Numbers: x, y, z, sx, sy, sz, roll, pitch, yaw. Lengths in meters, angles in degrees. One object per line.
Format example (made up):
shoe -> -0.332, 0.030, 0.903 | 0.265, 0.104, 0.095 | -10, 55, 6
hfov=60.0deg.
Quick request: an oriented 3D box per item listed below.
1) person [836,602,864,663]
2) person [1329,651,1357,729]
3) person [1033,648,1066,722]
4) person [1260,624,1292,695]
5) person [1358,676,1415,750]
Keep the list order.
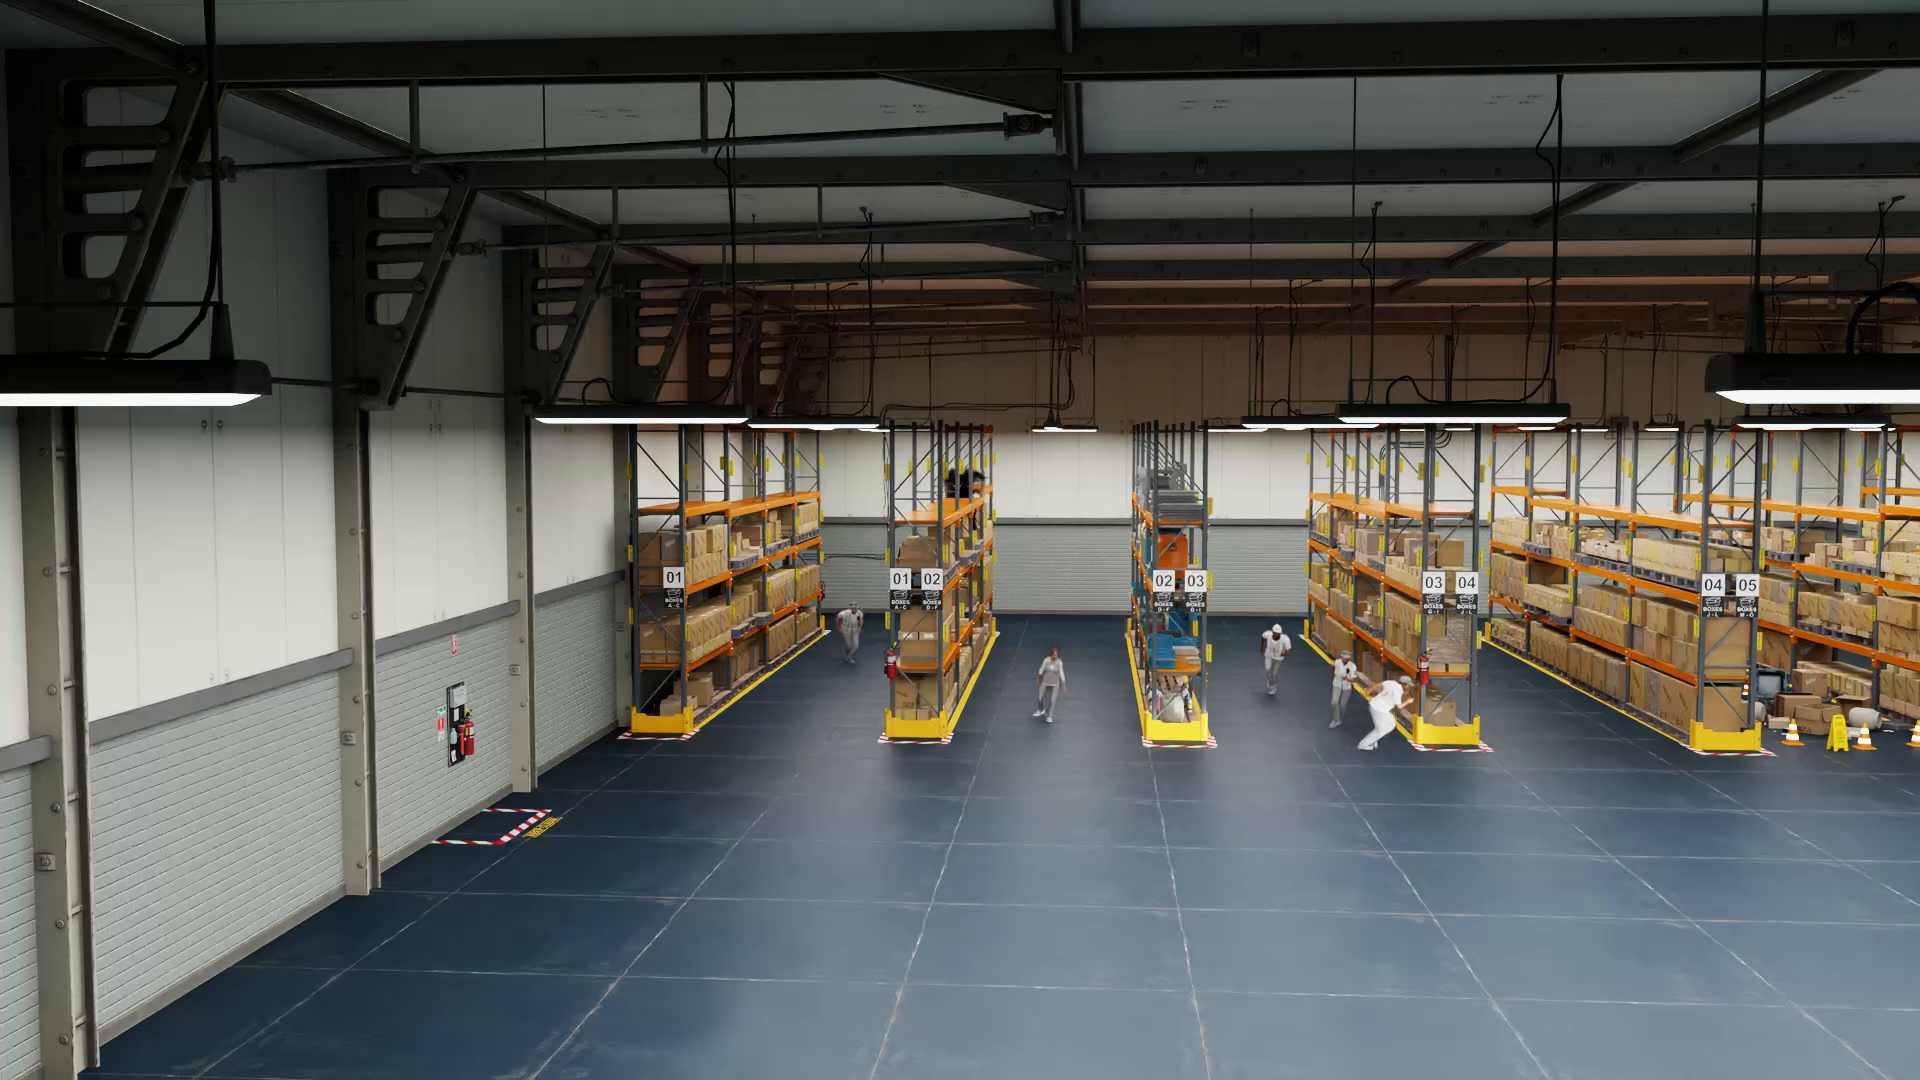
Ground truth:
person -> -2.771, 2.320, 41.669 | 0.688, 1.572, 0.864 | -1, 4, -18
person -> 7.465, 2.889, 32.344 | 0.520, 1.535, 1.006 | 1, 4, 17
person -> 1.783, 2.866, 33.042 | 0.677, 1.519, 0.611 | 0, 4, 7
person -> 6.952, 2.588, 36.648 | 0.677, 1.561, 1.099 | 1, 4, 10
person -> 7.709, 3.126, 30.090 | 0.975, 1.369, 0.594 | 0, 4, 7
